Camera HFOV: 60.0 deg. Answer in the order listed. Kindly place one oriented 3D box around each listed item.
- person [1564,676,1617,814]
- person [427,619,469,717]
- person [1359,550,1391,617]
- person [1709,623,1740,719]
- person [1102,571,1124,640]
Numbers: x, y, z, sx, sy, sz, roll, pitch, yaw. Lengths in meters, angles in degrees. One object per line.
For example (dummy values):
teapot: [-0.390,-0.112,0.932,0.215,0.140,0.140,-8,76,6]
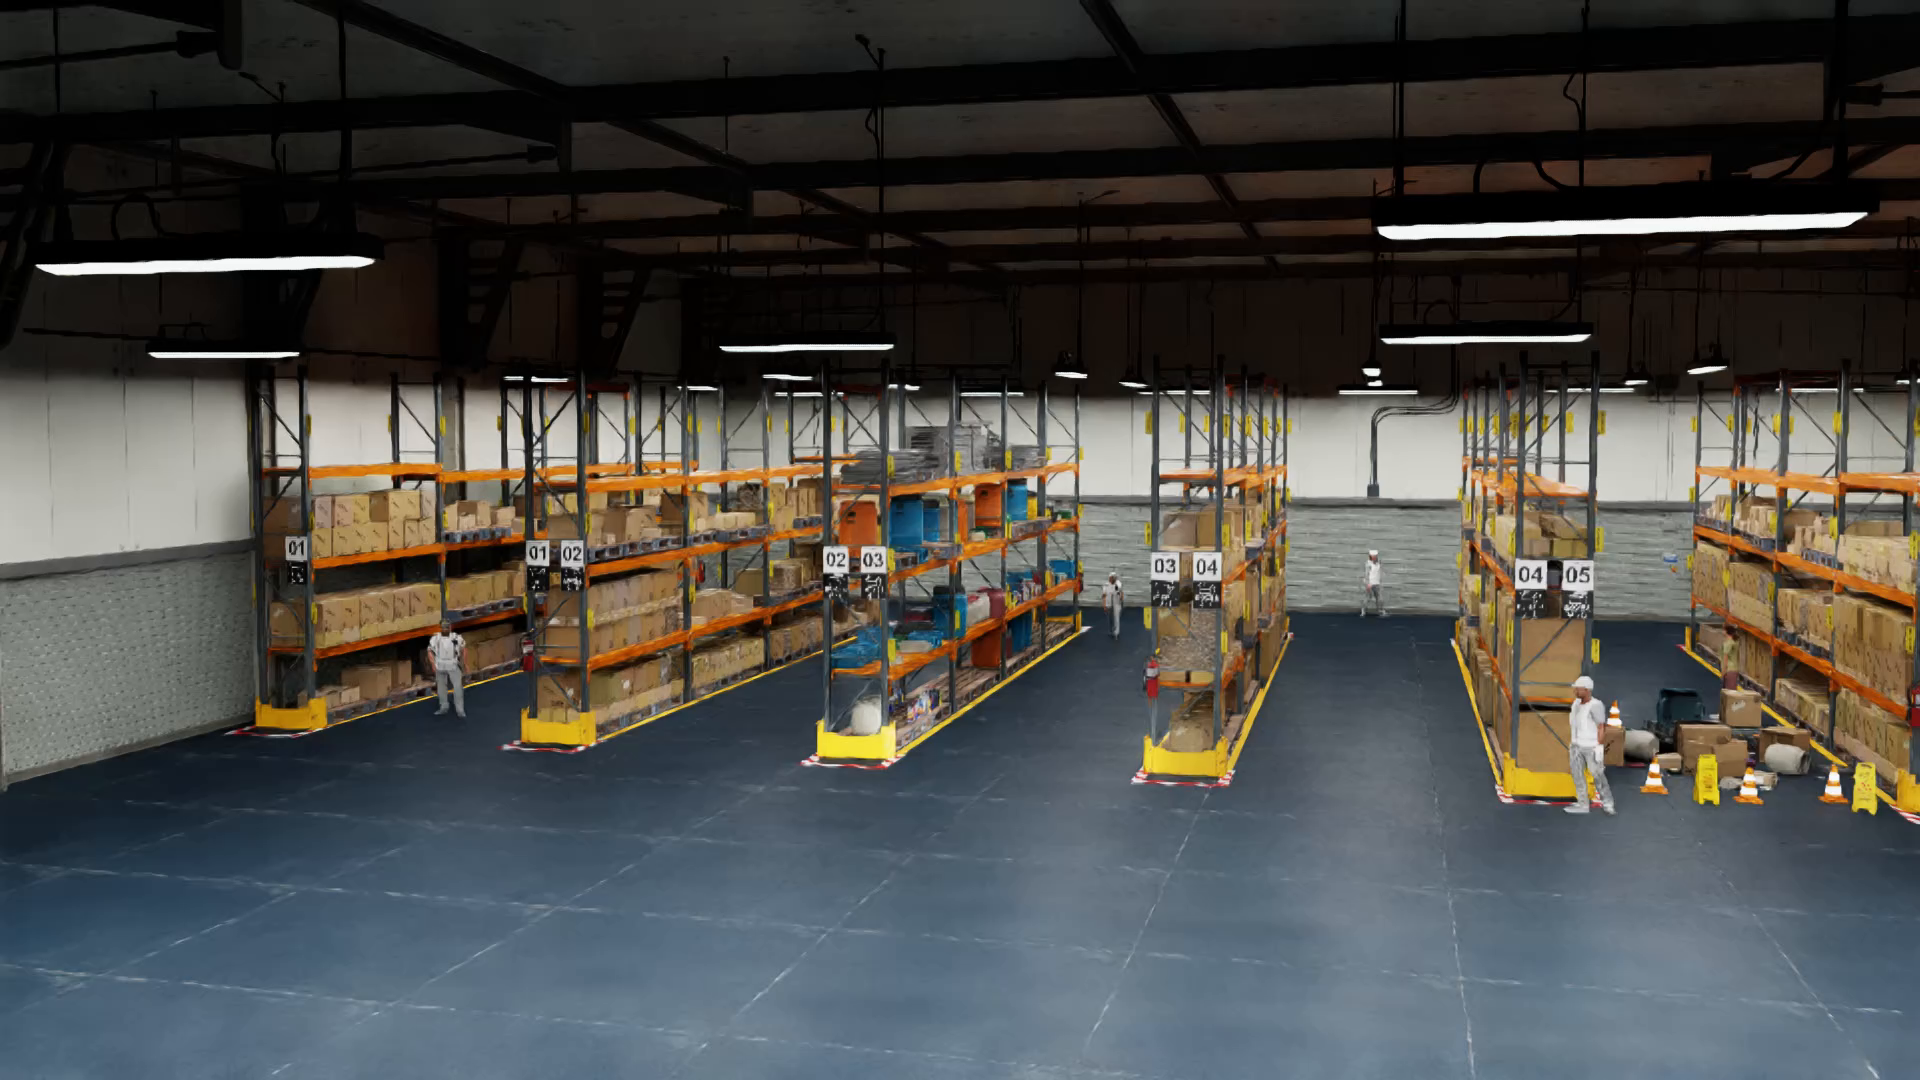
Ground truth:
person: [8.140,2.643,21.468,0.556,1.779,0.660,-1,4,-18]
person: [-8.792,2.175,28.563,0.670,1.703,0.771,-1,4,-8]
person: [10.774,1.126,43.251,0.737,1.764,0.567,-3,5,-36]
person: [12.913,2.222,27.993,0.575,1.665,0.573,3,5,39]
person: [3.583,1.511,38.973,0.497,1.583,1.090,1,4,17]
